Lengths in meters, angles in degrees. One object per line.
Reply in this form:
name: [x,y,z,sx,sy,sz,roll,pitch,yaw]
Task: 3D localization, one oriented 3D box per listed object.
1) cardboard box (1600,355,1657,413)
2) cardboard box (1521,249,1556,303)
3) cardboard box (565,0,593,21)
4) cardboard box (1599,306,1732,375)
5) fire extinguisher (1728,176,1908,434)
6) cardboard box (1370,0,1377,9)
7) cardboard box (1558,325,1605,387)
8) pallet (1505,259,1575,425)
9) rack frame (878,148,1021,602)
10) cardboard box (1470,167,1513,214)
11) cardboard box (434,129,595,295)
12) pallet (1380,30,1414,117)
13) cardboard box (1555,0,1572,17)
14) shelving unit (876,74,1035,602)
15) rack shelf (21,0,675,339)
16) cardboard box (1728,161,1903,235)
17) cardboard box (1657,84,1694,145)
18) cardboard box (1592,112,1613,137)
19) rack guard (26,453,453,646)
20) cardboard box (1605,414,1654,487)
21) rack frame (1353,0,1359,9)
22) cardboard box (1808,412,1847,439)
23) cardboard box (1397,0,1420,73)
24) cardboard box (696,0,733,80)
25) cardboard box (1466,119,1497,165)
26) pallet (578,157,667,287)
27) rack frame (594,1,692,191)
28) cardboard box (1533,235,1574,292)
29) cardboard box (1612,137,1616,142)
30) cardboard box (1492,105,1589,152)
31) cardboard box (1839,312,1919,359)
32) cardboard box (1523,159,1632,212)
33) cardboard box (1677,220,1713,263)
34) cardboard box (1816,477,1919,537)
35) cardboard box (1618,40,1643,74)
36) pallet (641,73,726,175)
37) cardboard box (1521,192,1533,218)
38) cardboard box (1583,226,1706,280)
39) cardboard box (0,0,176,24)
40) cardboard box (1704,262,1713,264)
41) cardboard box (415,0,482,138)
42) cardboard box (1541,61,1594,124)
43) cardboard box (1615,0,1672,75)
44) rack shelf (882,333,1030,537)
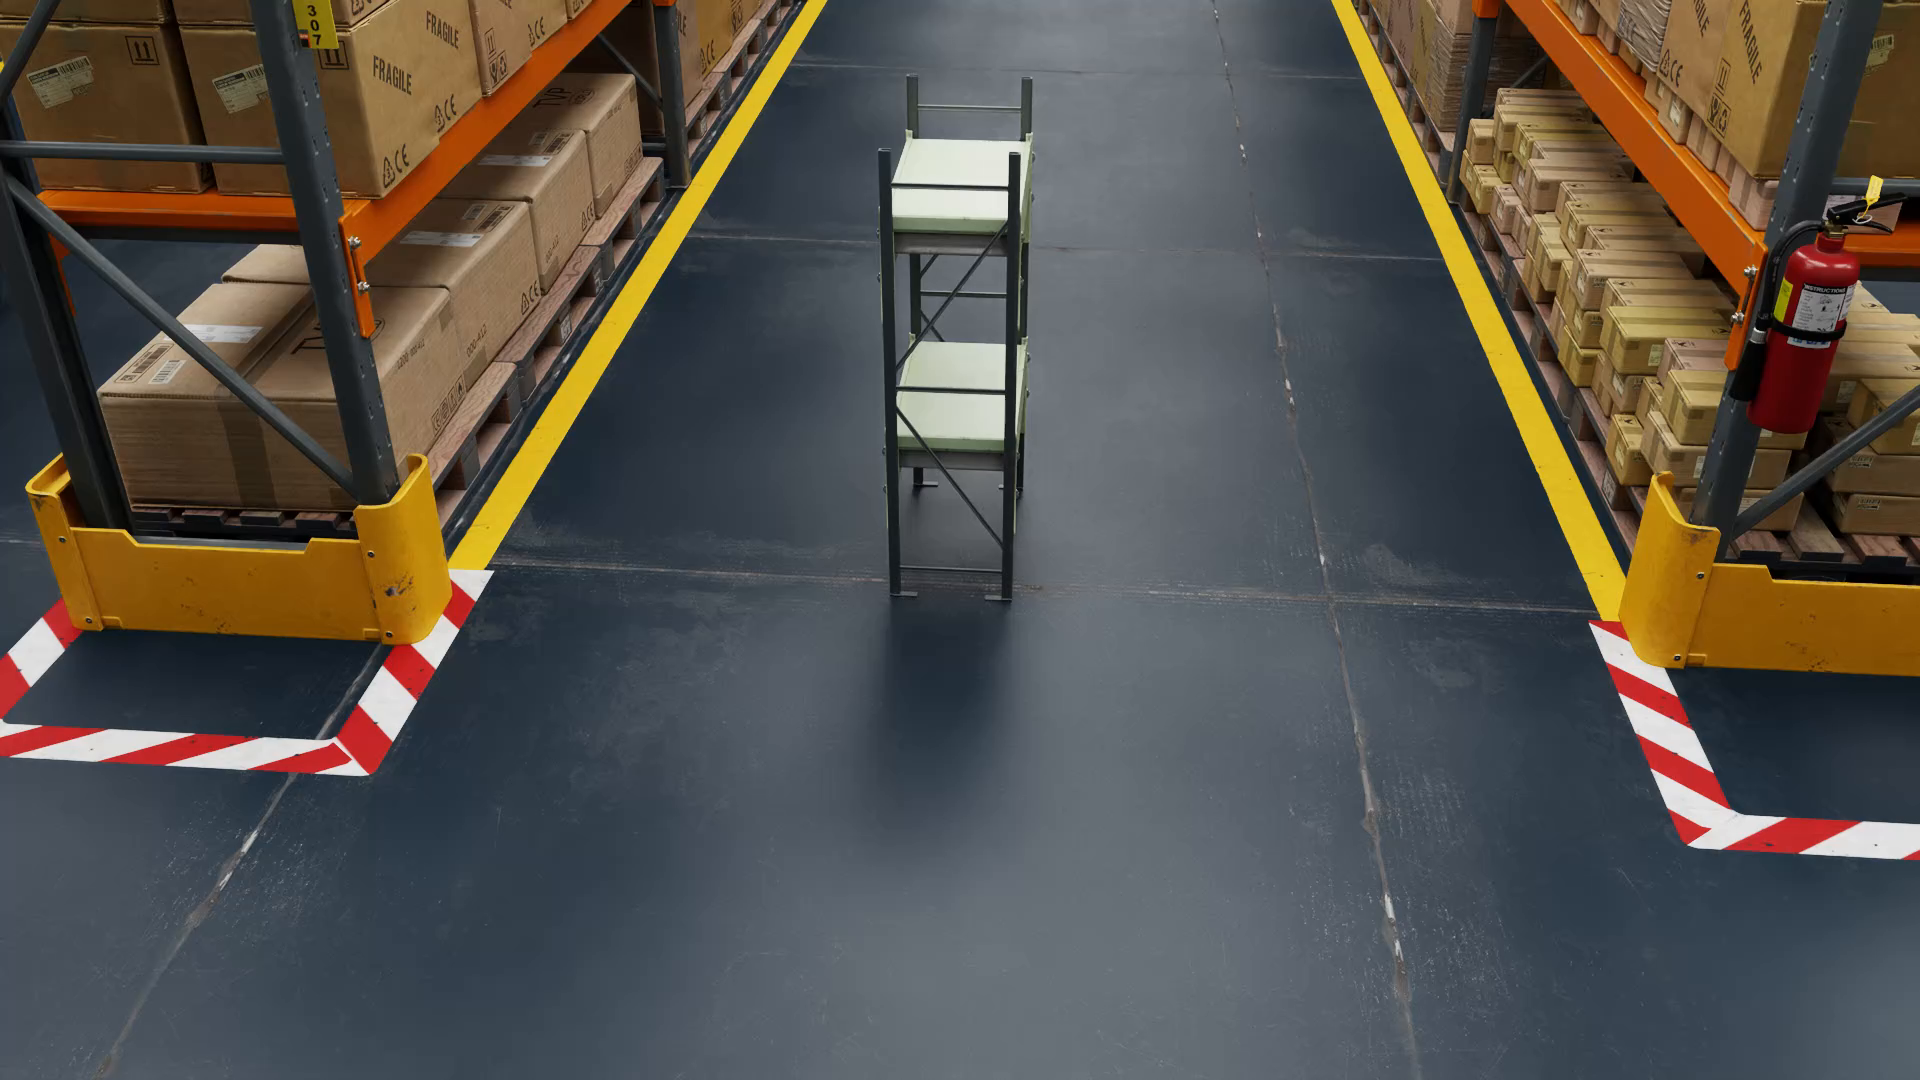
cardboard box: [2.487,-0.564,5.840,0.380,0.149,0.250,1,32,2]
cardboard box: [2.599,-1.112,7.013,0.380,0.149,0.250,2,32,3]
cardboard box: [-1.774,-2.419,6.721,0.500,0.500,0.500,2,32,3]
cardboard box: [2.451,-0.688,5.757,0.380,0.149,0.250,2,32,3]
fire extinguisher: [2.208,-0.609,4.308,0.296,0.674,0.183,2,32,4]
cardboard box: [3.028,-3.851,11.122,0.500,0.500,0.500,1,32,2]
cardboard box: [2.516,-0.701,6.345,0.380,0.149,0.250,1,32,2]
pallet: [2.898,-0.824,6.887,1.003,0.211,1.213,2,32,4]
rack frame: [-0.029,-0.451,5.052,0.400,1.500,0.023,2,32,4]
cardboard box: [2.642,-1.653,7.891,0.380,0.149,0.250,3,32,5]
cardboard box: [-2.158,-1.459,7.300,0.875,0.438,0.875,2,32,3]
pallet: [3.173,-2.864,10.195,1.003,0.211,1.213,2,32,4]
cardboard box: [2.635,-2.212,6.720,0.380,0.149,0.250,3,32,5]
shelving unit: [0.001,-0.642,5.362,0.431,1.500,0.755,2,32,4]
rack shelf: [-2.091,-1.810,6.514,1.077,0.370,4.000,2,32,4]
cardboard box: [2.433,-0.988,4.733,0.380,0.149,0.250,2,32,4]
cardboard box: [2.494,-1.383,5.374,0.380,0.149,0.250,3,32,5]
cardboard box: [3.245,-2.025,7.927,0.380,0.149,0.250,3,32,5]
rack guard: [-2.255,0.006,5.264,1.175,0.500,0.348,2,32,4]
cardboard box: [2.443,-0.300,5.695,0.380,0.149,0.250,3,32,5]
rack frame: [3.340,-5.095,11.159,1.000,3.000,0.127,2,32,4]
cardboard box: [3.065,-0.408,5.586,0.380,0.149,0.250,2,32,4]
cardboard box: [2.911,-3.053,9.826,0.500,0.500,0.500,2,32,3]
cardboard box: [-1.891,-3.237,9.768,0.875,0.875,0.875,3,32,5]
cardboard box: [2.666,-1.920,8.040,0.380,0.149,0.250,4,32,6]
pallet: [-2.068,-1.581,8.114,1.003,0.211,1.213,2,32,4]
rack frame: [-1.928,-3.162,8.023,1.000,3.000,0.127,2,32,4]
cardboard box: [2.551,-1.114,6.732,0.380,0.149,0.250,3,32,4]
cardboard box: [3.305,-1.917,8.036,0.380,0.149,0.250,3,32,5]
cardboard box: [2.698,-1.909,7.739,0.380,0.149,0.250,4,32,6]
cardboard box: [3.120,-0.666,5.721,0.380,0.149,0.250,2,32,4]
cardboard box: [2.626,-1.508,7.088,0.380,0.149,0.250,3,32,5]
cardboard box: [3.082,-1.215,6.612,0.380,0.149,0.250,3,32,4]
cardboard box: [3.050,-0.138,5.431,0.380,0.149,0.250,3,32,5]
cardboard box: [2.631,-1.797,6.046,0.380,0.149,0.250,3,32,5]
pallet: [-1.940,-2.382,9.414,1.003,0.211,1.213,2,32,4]
cardboard box: [2.726,-1.514,7.380,0.380,0.149,0.250,1,32,1]
cardboard box: [2.634,-1.097,6.421,0.380,0.149,0.250,1,32,2]
cardboard box: [-2.452,-1.801,4.766,0.500,0.500,0.500,3,32,6]
cardboard box: [3.066,-1.096,6.703,0.380,0.149,0.250,4,32,6]
cardboard box: [-1.915,-1.618,5.421,0.500,0.500,0.500,2,32,3]
cardboard box: [3.339,-2.494,8.919,0.500,0.500,0.500,4,32,6]
cardboard box: [2.547,-1.862,5.534,0.500,0.500,0.500,3,32,4]
rack shelf: [0.001,-0.364,5.533,0.431,0.370,0.720,2,32,4]
